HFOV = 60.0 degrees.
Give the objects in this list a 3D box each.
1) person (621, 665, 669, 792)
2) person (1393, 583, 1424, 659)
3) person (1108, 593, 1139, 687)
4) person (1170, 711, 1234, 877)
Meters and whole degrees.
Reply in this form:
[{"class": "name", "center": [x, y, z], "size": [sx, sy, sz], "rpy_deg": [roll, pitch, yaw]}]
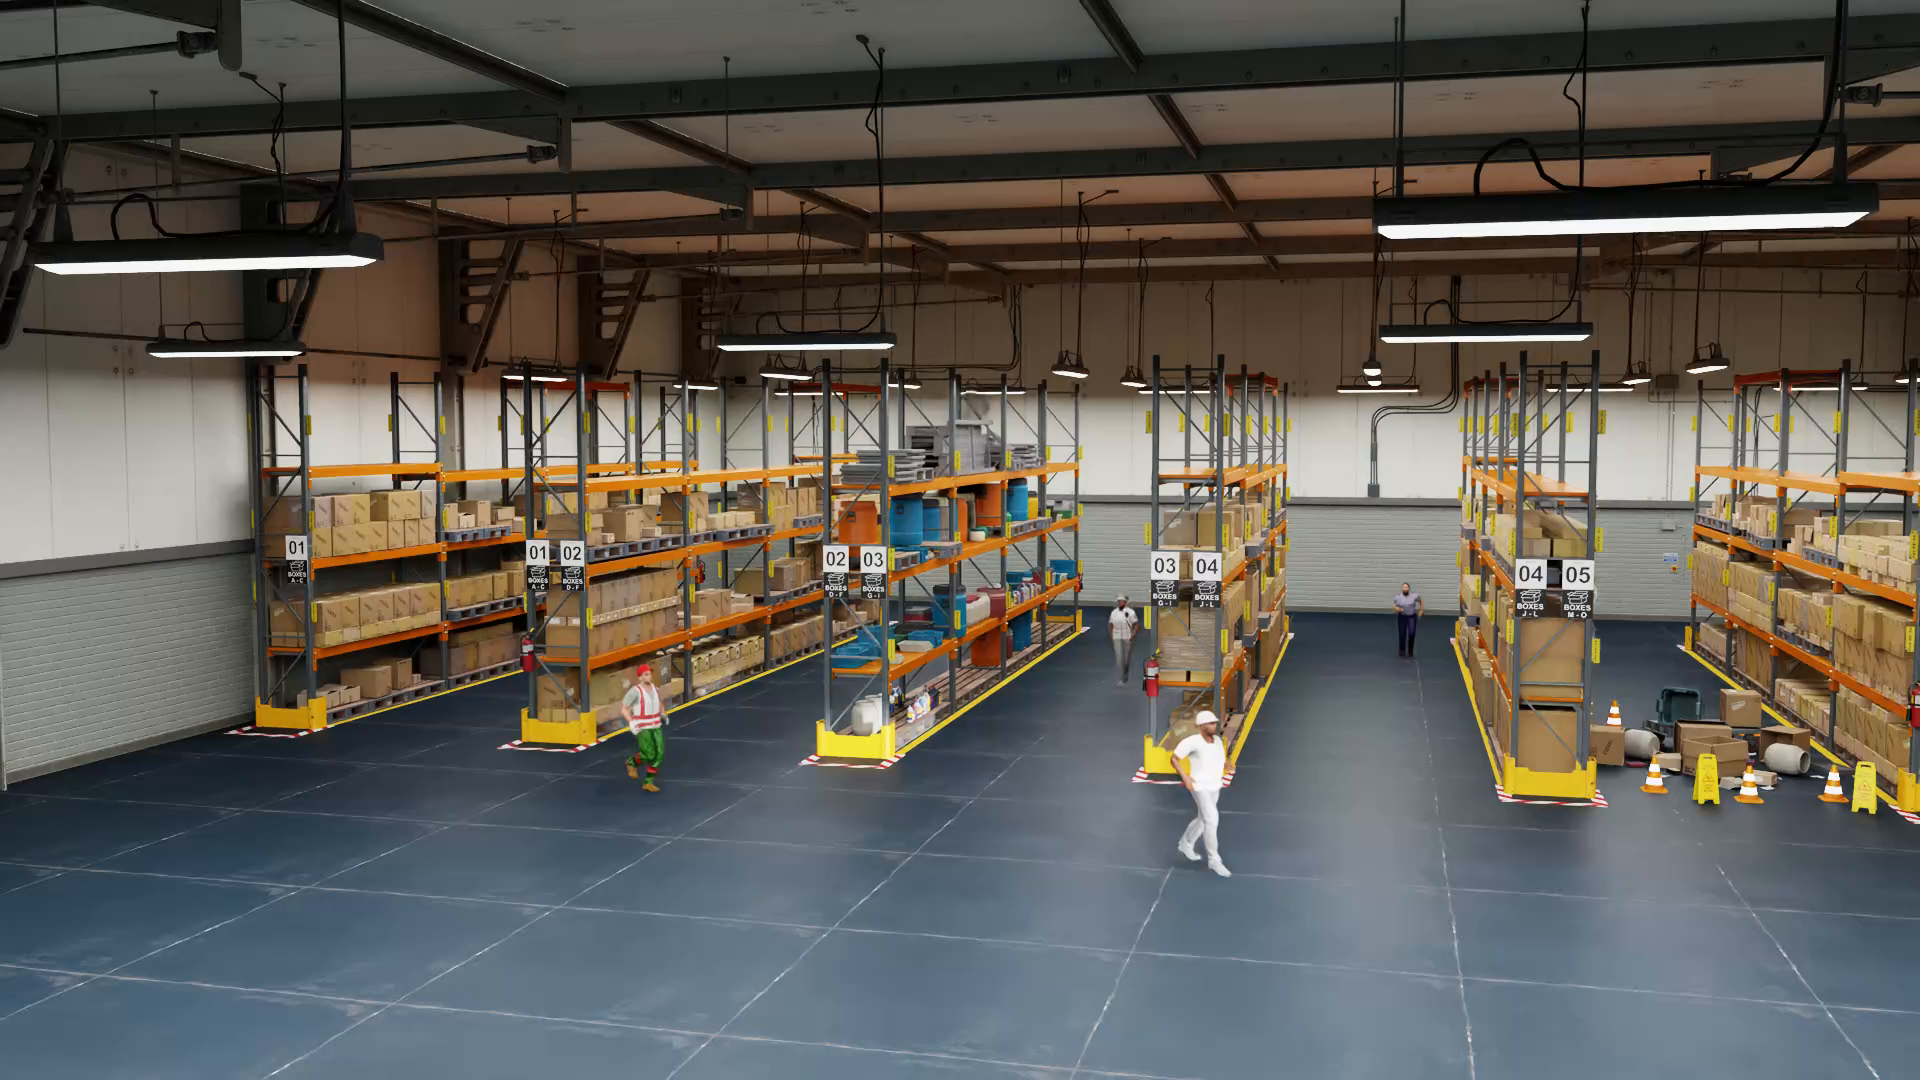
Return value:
[{"class": "person", "center": [-4.309, 2.569, 22.824], "size": [0.591, 1.732, 0.673], "rpy_deg": [4, 5, 42]}, {"class": "person", "center": [9.606, 1.730, 35.673], "size": [0.618, 1.608, 0.827], "rpy_deg": [1, 4, 19]}, {"class": "person", "center": [2.957, 1.804, 30.200], "size": [0.575, 1.684, 0.467], "rpy_deg": [1, 4, 15]}, {"class": "person", "center": [2.771, 2.811, 18.726], "size": [0.687, 1.793, 0.827], "rpy_deg": [-4, 6, -44]}]
